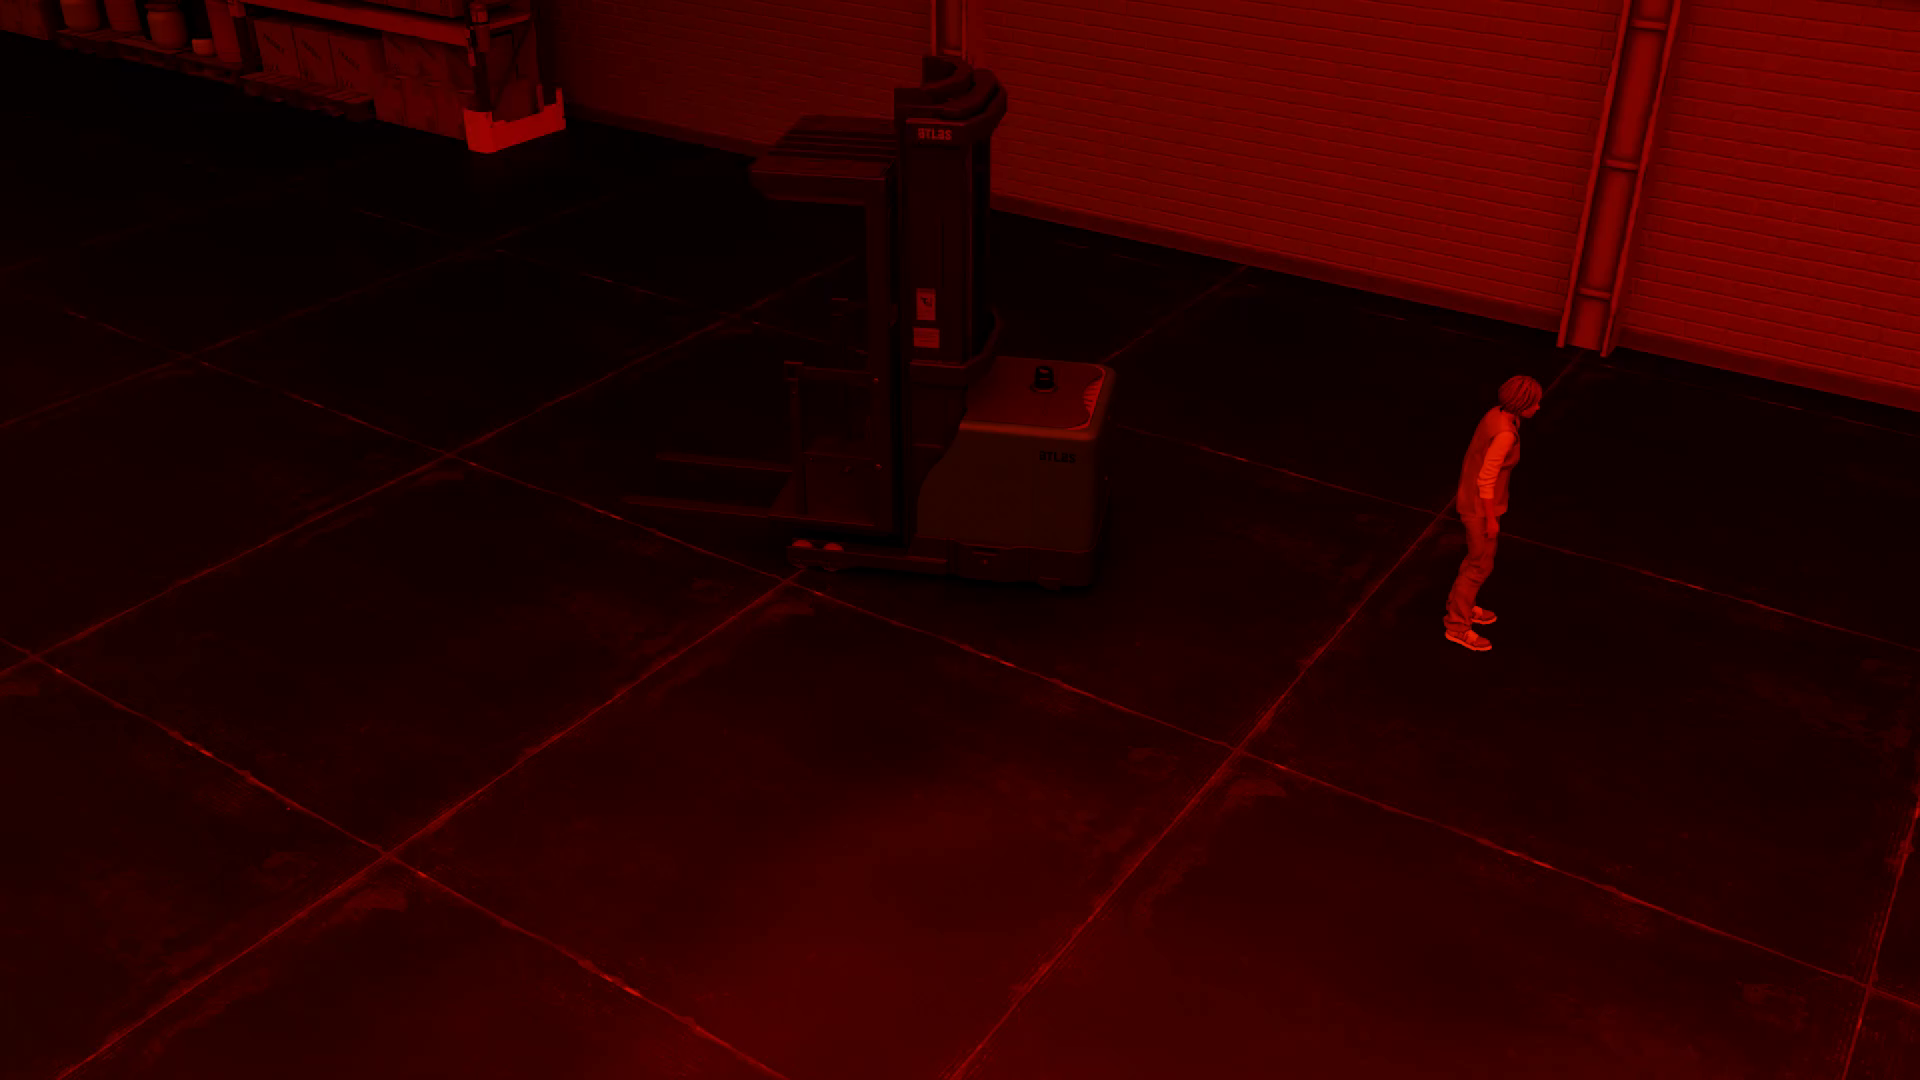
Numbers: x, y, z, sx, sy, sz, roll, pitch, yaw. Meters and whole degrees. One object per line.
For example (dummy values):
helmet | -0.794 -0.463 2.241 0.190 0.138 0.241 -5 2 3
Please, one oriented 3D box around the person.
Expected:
person | 2.927 -0.179 9.225 0.348 1.592 0.475 10 32 17

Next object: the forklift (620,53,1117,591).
forklift | -0.596 -1.330 9.871 3.031 2.935 1.130 6 31 10
